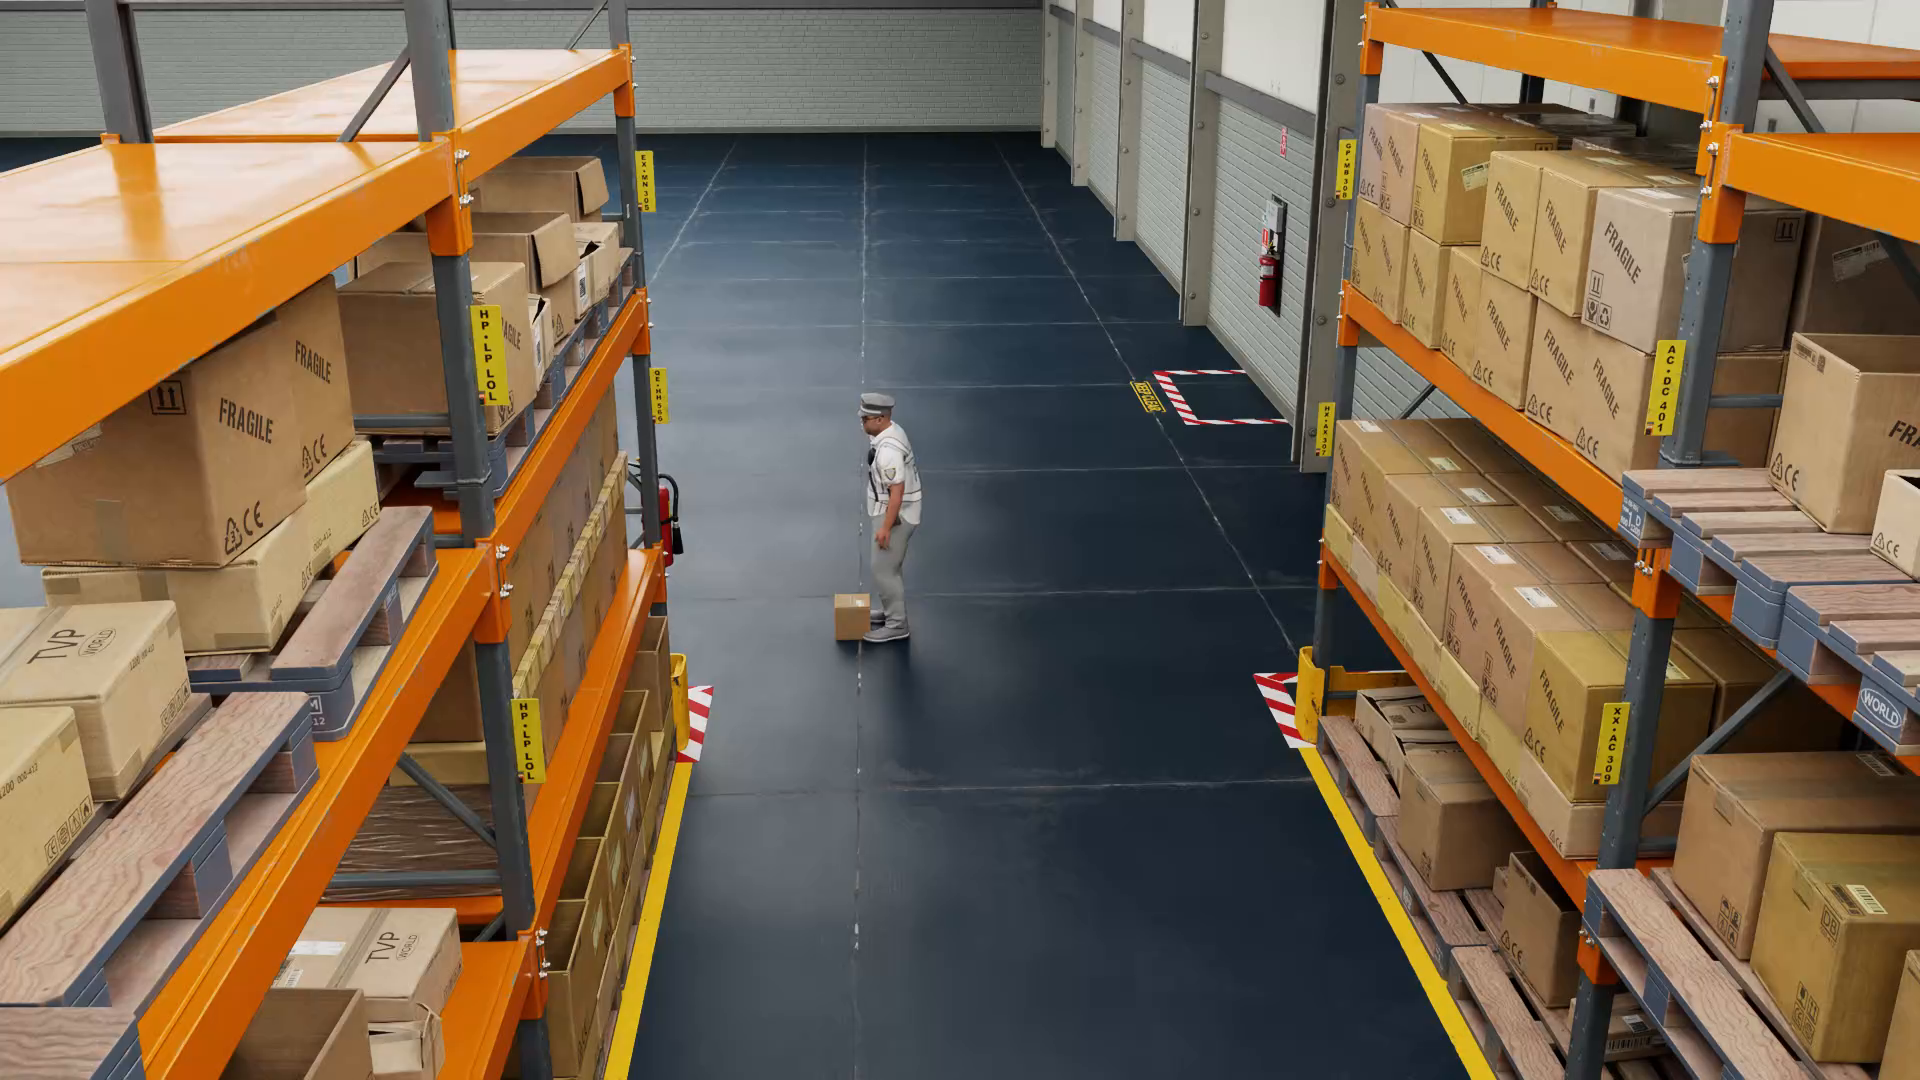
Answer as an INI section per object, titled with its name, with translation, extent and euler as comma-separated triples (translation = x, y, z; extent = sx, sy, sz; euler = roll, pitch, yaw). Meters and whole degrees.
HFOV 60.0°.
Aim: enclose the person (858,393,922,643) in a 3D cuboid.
[person]
translation = -0.483, -0.168, 11.515
extent = 0.428, 1.751, 0.605
euler = -2, 20, -6
